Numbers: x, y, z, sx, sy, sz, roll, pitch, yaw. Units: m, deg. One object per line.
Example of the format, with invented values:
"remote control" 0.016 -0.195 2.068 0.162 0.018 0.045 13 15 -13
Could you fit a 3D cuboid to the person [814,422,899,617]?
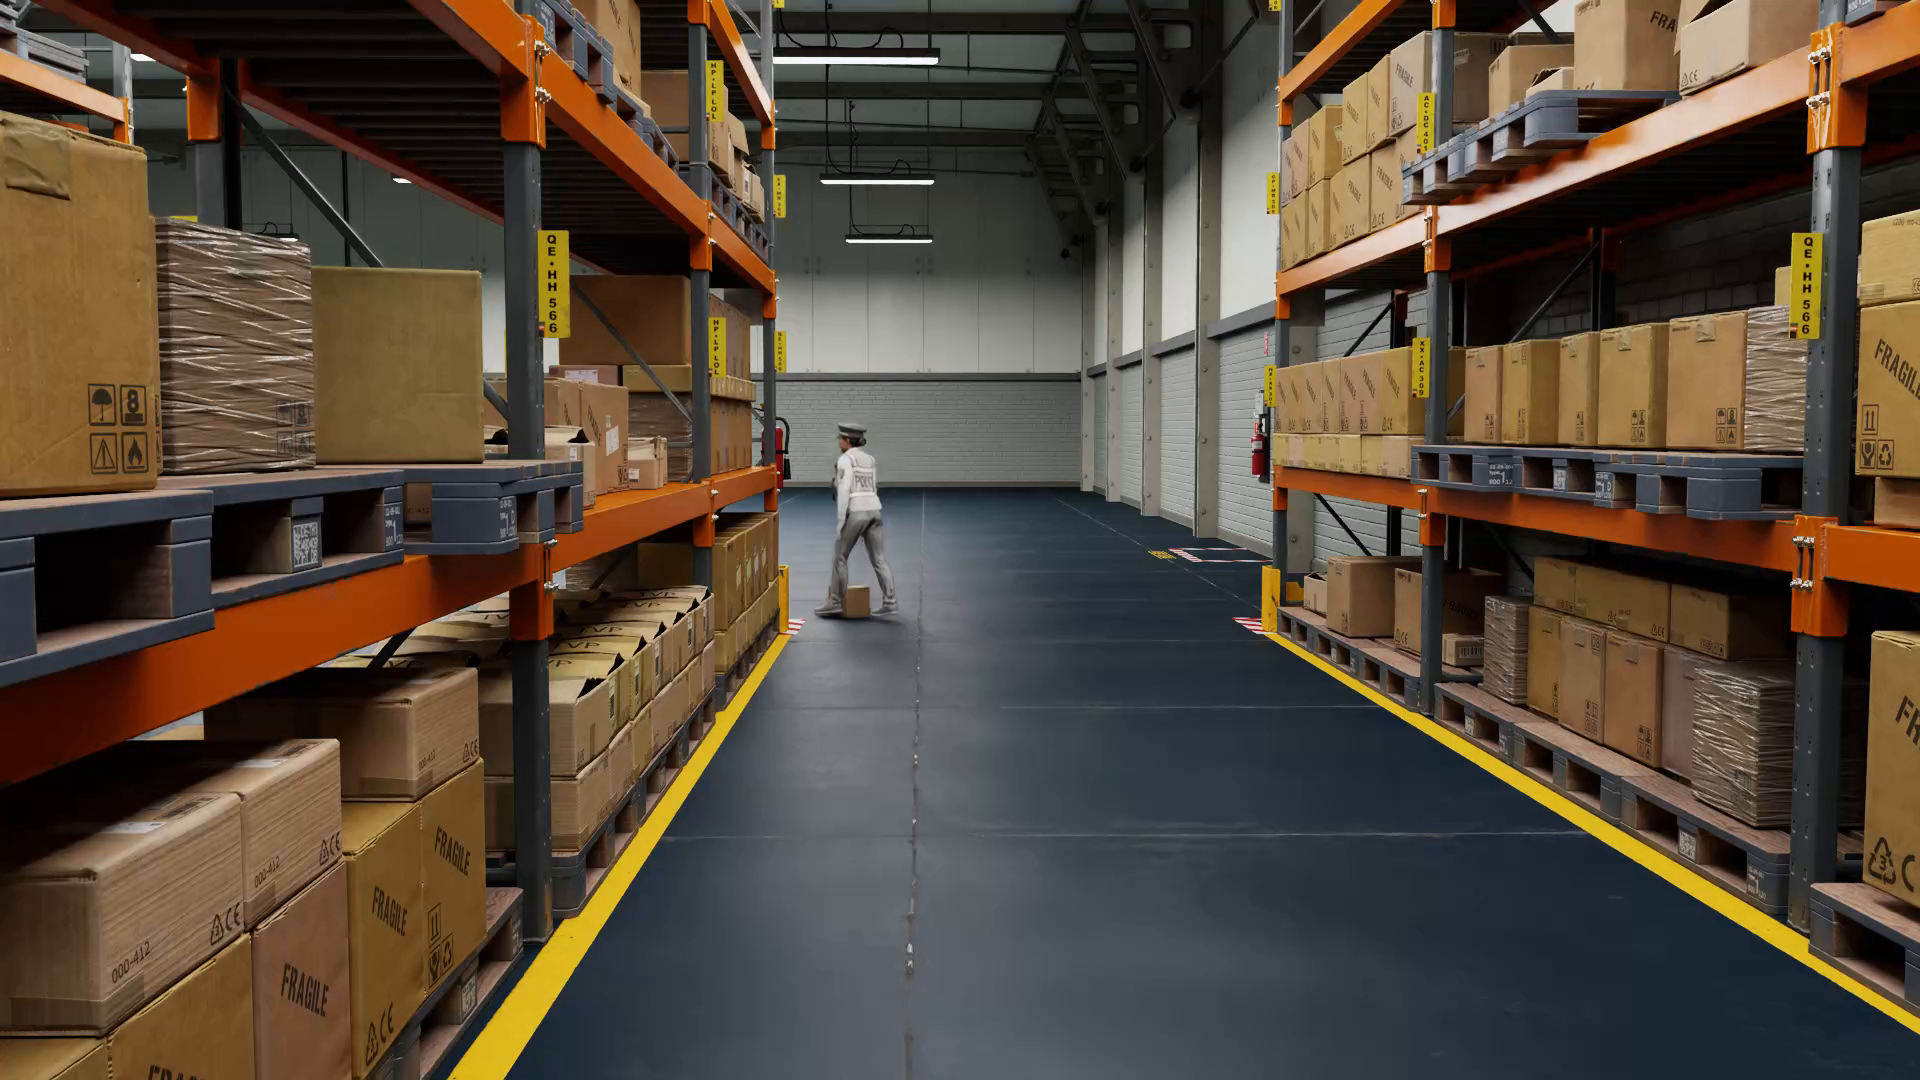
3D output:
"person" -0.874 -0.174 13.949 0.849 1.634 0.531 3 5 40
